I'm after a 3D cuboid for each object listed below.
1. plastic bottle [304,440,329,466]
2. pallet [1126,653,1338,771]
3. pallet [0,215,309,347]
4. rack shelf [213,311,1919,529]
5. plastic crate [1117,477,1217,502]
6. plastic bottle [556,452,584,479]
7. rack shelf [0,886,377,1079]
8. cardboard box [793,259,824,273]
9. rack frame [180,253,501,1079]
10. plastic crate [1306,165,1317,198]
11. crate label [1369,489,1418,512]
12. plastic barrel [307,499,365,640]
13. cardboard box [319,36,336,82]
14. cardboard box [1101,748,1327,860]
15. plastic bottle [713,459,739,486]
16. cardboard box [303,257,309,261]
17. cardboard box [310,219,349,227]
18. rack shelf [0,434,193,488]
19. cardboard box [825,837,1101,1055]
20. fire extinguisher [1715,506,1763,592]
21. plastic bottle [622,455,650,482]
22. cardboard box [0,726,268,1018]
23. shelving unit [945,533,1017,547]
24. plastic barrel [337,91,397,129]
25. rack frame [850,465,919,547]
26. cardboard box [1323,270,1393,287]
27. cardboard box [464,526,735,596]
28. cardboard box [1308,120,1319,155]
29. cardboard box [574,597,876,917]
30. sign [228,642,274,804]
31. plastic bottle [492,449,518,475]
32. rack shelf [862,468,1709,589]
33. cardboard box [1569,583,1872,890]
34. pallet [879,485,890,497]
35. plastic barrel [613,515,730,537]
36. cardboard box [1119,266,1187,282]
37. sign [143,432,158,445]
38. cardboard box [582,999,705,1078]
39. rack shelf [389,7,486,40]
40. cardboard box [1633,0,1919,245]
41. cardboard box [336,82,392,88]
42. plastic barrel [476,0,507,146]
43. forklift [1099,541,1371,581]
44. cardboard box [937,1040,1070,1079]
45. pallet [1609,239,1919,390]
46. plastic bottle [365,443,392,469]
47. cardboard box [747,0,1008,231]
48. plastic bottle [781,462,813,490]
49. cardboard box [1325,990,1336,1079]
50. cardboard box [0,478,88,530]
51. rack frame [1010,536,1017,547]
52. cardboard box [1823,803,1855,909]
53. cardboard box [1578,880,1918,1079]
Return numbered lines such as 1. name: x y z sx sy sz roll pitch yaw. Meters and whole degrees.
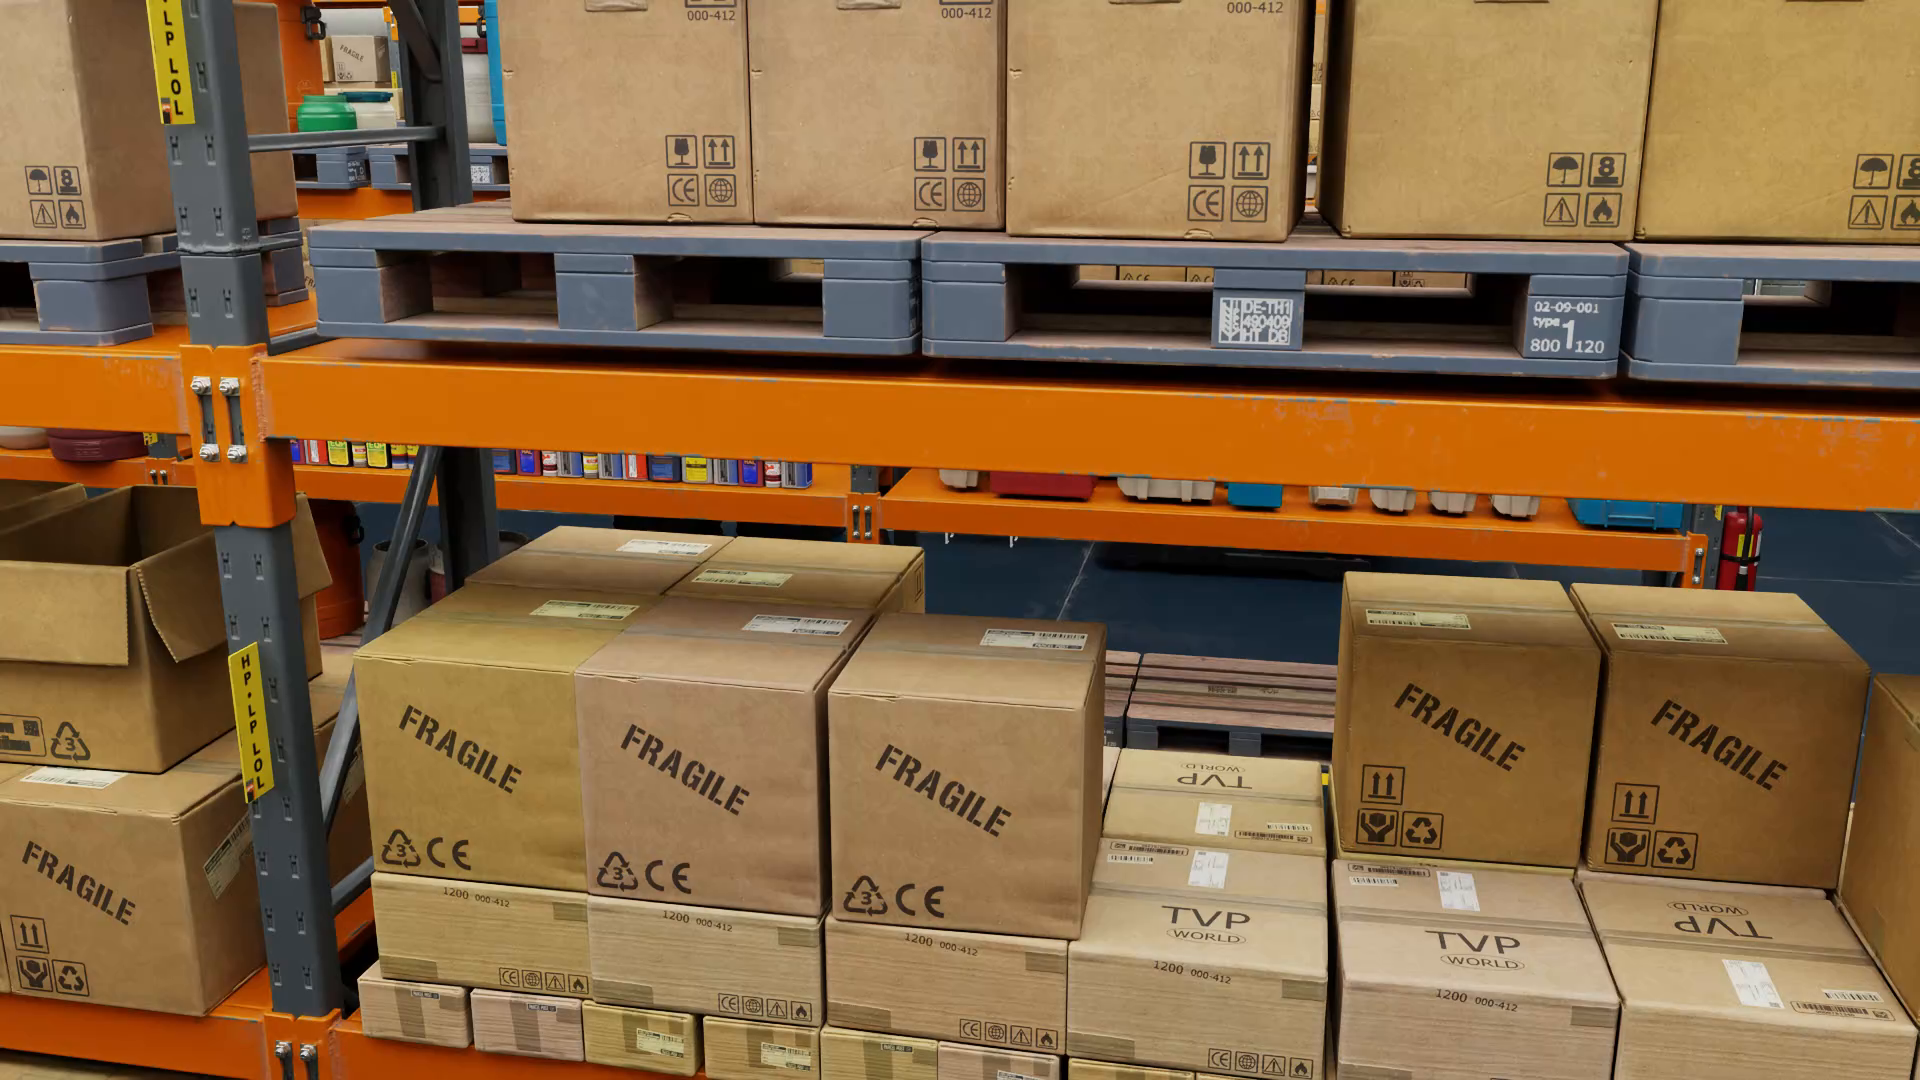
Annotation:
1. plastic bottle: -3.499 -0.557 9.118 0.135 0.276 0.152 3 16 11
2. pallet: 1.535 0.900 8.846 1.213 0.211 1.003 3 16 11
3. pallet: -2.288 -0.630 3.887 1.217 0.209 0.805 2 16 9
4. rack shelf: 0.580 -0.233 3.444 4.000 0.370 1.077 3 16 11
5. plastic crate: 1.067 -0.379 8.351 0.530 0.282 0.437 3 16 11
6. plastic bottle: -2.054 -0.479 8.835 0.135 0.276 0.152 3 16 11
7. rack shelf: -3.339 0.999 4.613 4.000 0.370 1.077 3 16 11
8. cardboard box: -1.145 -2.161 13.699 0.500 0.500 0.700 -1 16 -3
9. rack frame: -1.379 0.759 4.133 0.127 3.000 1.000 3 16 11
10. plastic crate: 1.453 -1.687 7.839 0.530 0.136 0.437 3 16 11
11. crate label: 2.133 -0.249 8.155 0.243 0.136 0.396 3 16 11
12. plastic barrel: -3.829 0.116 9.734 0.708 0.830 0.600 3 16 11
13. cardboard box: -7.345 -5.521 19.089 0.500 0.500 0.500 4 16 14
14. cardboard box: 0.609 0.725 3.981 0.500 0.250 0.500 3 16 10
15. plastic bottle: -1.201 -0.433 8.667 0.135 0.276 0.152 3 16 11
16. cardboard box: -5.976 -2.233 14.746 0.500 0.500 0.500 4 16 15
17. cardboard box: -7.273 -3.822 19.509 0.500 0.500 0.500 3 16 11
18. rack shelf: -6.272 -0.509 10.059 4.000 0.370 1.077 3 16 11
19. cardboard box: 0.024 0.835 3.581 0.500 0.250 0.500 4 16 12
20. fire extinguisher: 3.585 0.020 7.644 0.183 0.674 0.296 3 16 11
21. plastic bottle: -1.695 -0.460 8.764 0.135 0.276 0.152 3 16 11
22. cardboard box: -1.892 0.757 3.951 0.500 0.500 0.500 3 16 11
23. shelving unit: 0.162 -0.569 12.300 0.503 1.200 0.258 3 16 11
24. plastic barrel: -3.232 -2.312 9.073 0.301 0.262 0.301 0 15 0
25. rack frame: -0.392 -0.537 8.810 0.127 3.000 1.000 3 16 11
26. cardboard box: 3.023 -2.154 12.590 0.500 0.500 0.500 4 16 13
27. cardboard box: -0.876 0.281 4.177 0.500 0.500 0.500 4 16 13
28. cardboard box: 2.495 -3.035 12.490 0.500 0.250 0.500 3 16 11
29. cardboard box: -0.480 0.447 3.578 0.500 0.500 0.500 3 16 11
30. sign: -1.478 0.382 3.475 0.005 0.325 0.100 3 16 11
31. plastic bottle: -2.438 -0.535 8.896 0.185 0.351 0.144 3 16 11
32. rack shelf: 1.567 -0.084 8.522 4.000 0.370 1.077 3 16 11
33. cardboard box: 1.634 0.417 3.688 0.500 0.500 0.500 3 16 10
34. pallet: -0.206 -0.522 13.980 1.213 0.211 1.003 3 16 11
35. plastic barrel: -1.616 0.201 9.291 0.708 0.901 0.600 3 16 11
36. cardboard box: 1.510 -2.236 12.886 0.500 0.500 0.500 3 16 9
37. sign: -4.415 -0.684 9.036 0.005 0.325 0.100 3 16 11
38. cardboard box: -0.640 1.011 3.695 0.250 0.149 0.380 4 16 13
39. rack shelf: -4.298 -5.799 18.667 4.000 0.370 1.077 3 16 11
40. cardboard box: 1.493 -0.848 3.153 0.500 0.500 0.700 3 16 9
41. cardboard box: -6.804 -5.020 19.150 0.500 0.500 0.500 4 16 13
42. plastic barrel: -2.095 -2.477 8.470 0.708 0.901 0.600 3 16 11
43. forklift: 2.552 -1.272 11.594 3.031 2.935 1.130 3 16 10
44. cardboard box: 0.114 1.052 3.547 0.250 0.149 0.380 3 16 12
45. pallet: 1.811 -0.468 3.109 1.213 0.211 1.003 3 16 11
46. plastic bottle: -3.151 -0.530 9.004 0.133 0.283 0.061 3 16 11
47. cardboard box: -0.074 -0.930 3.449 0.500 0.500 0.700 4 16 14
48. plastic bottle: -0.843 -0.413 8.597 0.135 0.276 0.152 3 16 11
49. cardboard box: 0.870 1.092 3.400 0.250 0.149 0.380 3 16 11
50. cardboard box: -2.677 0.156 4.243 0.637 0.503 0.797 3 16 12
51. rack frame: 0.401 -0.556 12.253 0.015 1.200 0.240 3 16 11
52. cardboard box: 2.124 0.805 3.692 0.500 0.250 0.500 3 16 10
53. cardboard box: 1.516 0.917 3.285 0.500 0.250 0.500 3 16 10
